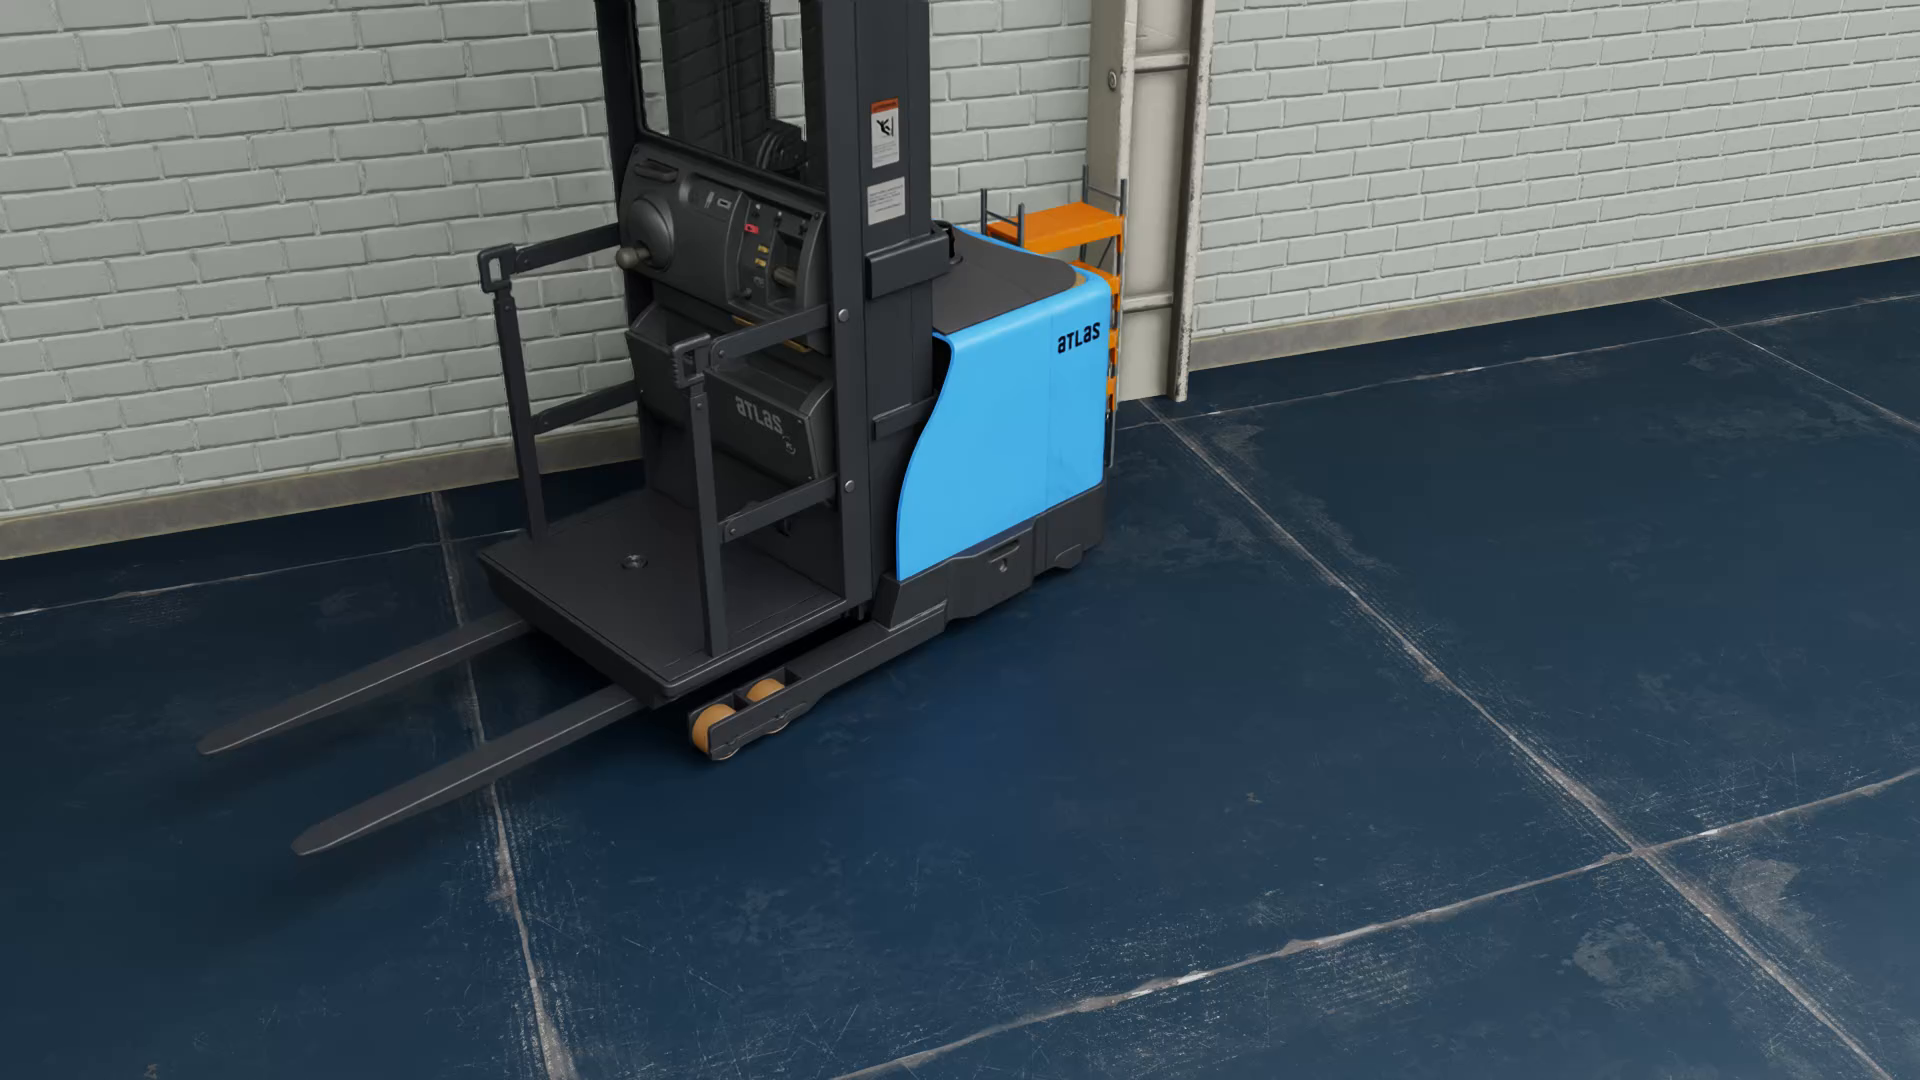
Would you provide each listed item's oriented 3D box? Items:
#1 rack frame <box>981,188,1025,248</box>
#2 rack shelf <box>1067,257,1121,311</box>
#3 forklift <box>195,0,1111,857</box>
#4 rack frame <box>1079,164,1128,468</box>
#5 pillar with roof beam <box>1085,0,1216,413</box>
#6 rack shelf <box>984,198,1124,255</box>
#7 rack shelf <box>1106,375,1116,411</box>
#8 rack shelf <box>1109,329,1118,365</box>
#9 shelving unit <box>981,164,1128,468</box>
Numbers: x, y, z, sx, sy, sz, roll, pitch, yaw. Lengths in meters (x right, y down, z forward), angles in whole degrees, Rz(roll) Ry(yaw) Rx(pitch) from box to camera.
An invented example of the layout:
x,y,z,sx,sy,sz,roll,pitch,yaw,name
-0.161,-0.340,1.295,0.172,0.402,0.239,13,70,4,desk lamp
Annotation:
x,y,z,sx,sy,sz,roll,pitch,yaw,name
0.154,-0.720,6.302,0.015,1.200,0.240,-20,35,-31,rack frame
0.350,-0.928,6.351,0.480,0.148,0.258,-20,35,-31,rack shelf
-0.876,-0.894,4.858,3.031,2.935,1.130,-26,38,-37,forklift
0.545,-0.864,6.555,0.015,1.200,0.240,-20,35,-31,rack frame
2.264,-2.567,1.665,0.400,9.000,9.100,-10,31,-18,pillar with roof beam
0.350,-1.133,6.234,0.480,0.148,0.258,-20,35,-31,rack shelf
0.350,-0.561,6.560,0.480,0.148,0.258,-20,35,-31,rack shelf
0.350,-0.734,6.461,0.480,0.148,0.258,-20,35,-31,rack shelf
0.350,-0.792,6.428,0.503,1.200,0.258,-20,35,-31,shelving unit
